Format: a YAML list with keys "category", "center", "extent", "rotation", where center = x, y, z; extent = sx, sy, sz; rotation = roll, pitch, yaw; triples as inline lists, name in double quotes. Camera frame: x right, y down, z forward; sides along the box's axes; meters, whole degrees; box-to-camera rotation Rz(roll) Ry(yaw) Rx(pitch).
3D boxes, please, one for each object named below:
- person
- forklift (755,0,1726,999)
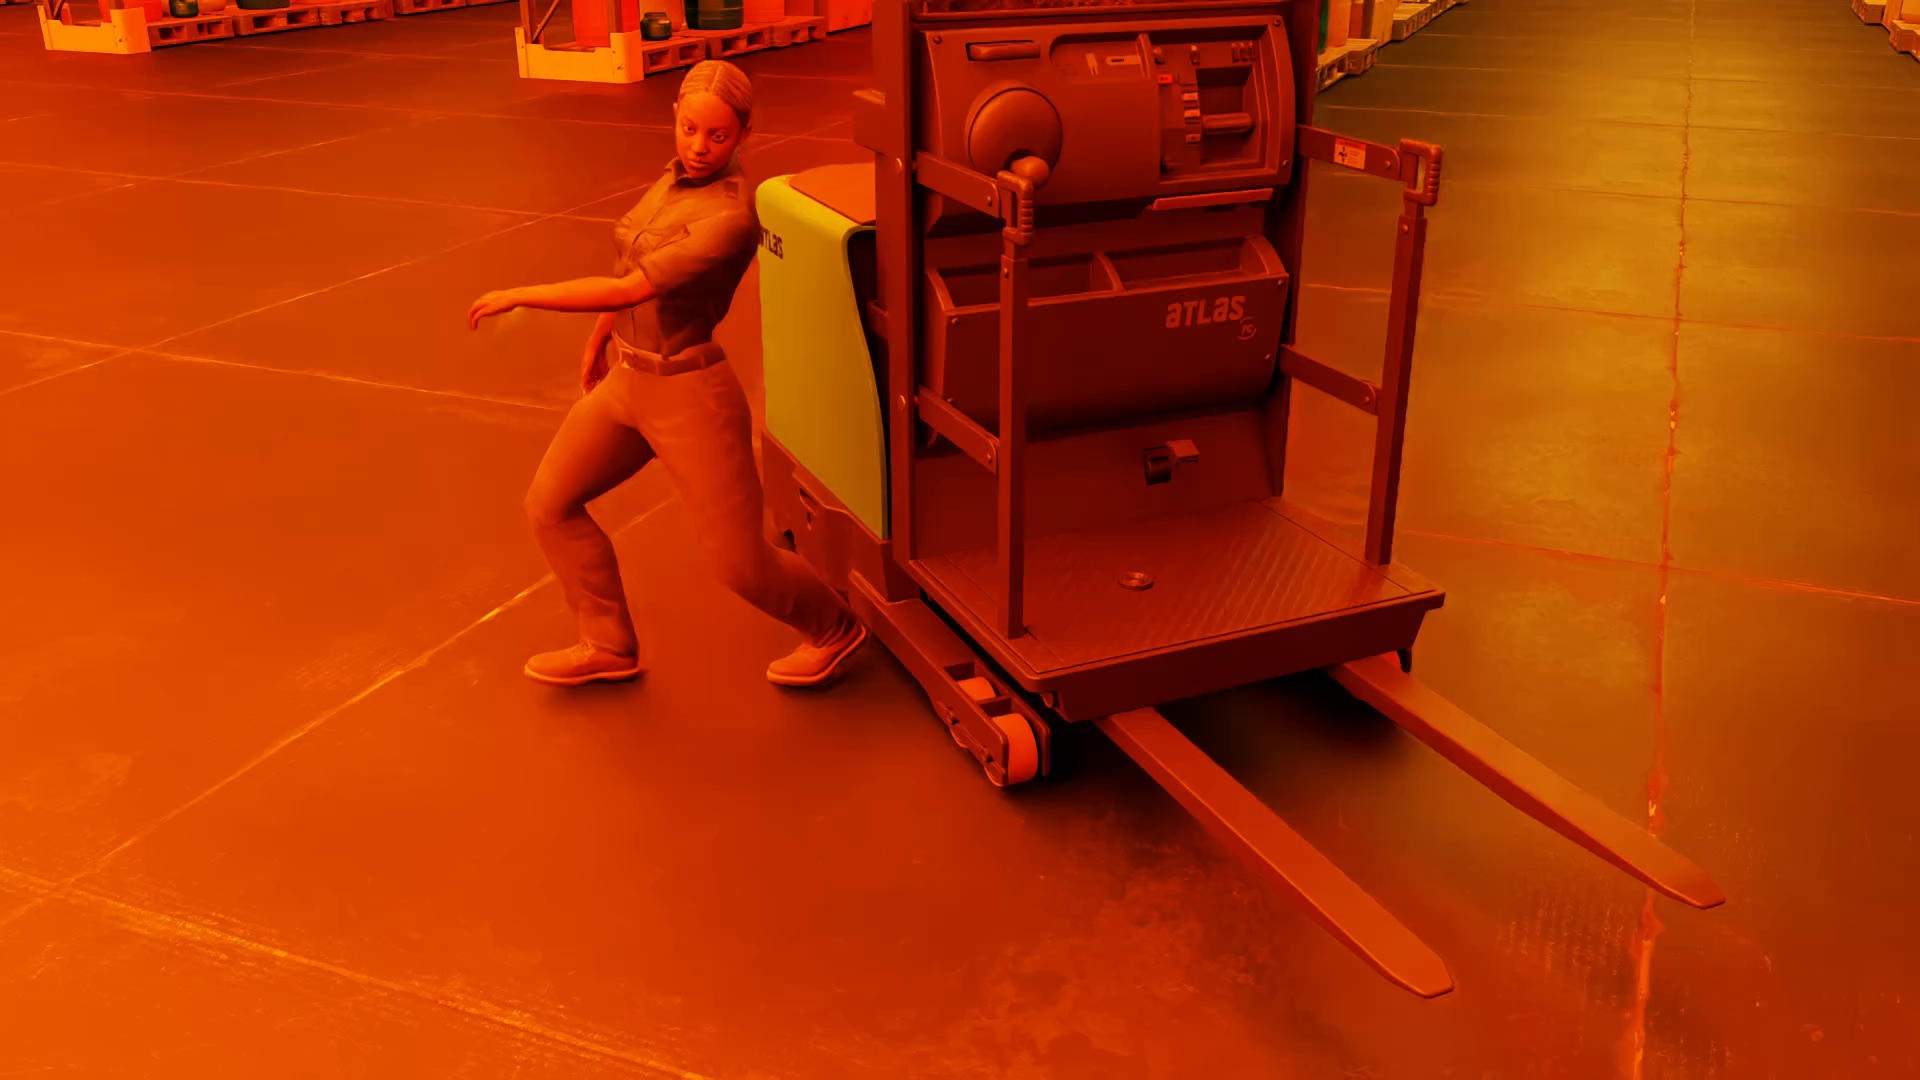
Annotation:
- category: "person"
  center: [-0.718, -0.351, 3.954]
  extent: [0.820, 1.523, 0.696]
  rotation: [-19, 29, -38]
- category: "forklift"
  center: [0.451, -0.983, 3.645]
  extent: [1.130, 2.935, 3.031]
  rotation: [-10, 25, -22]
